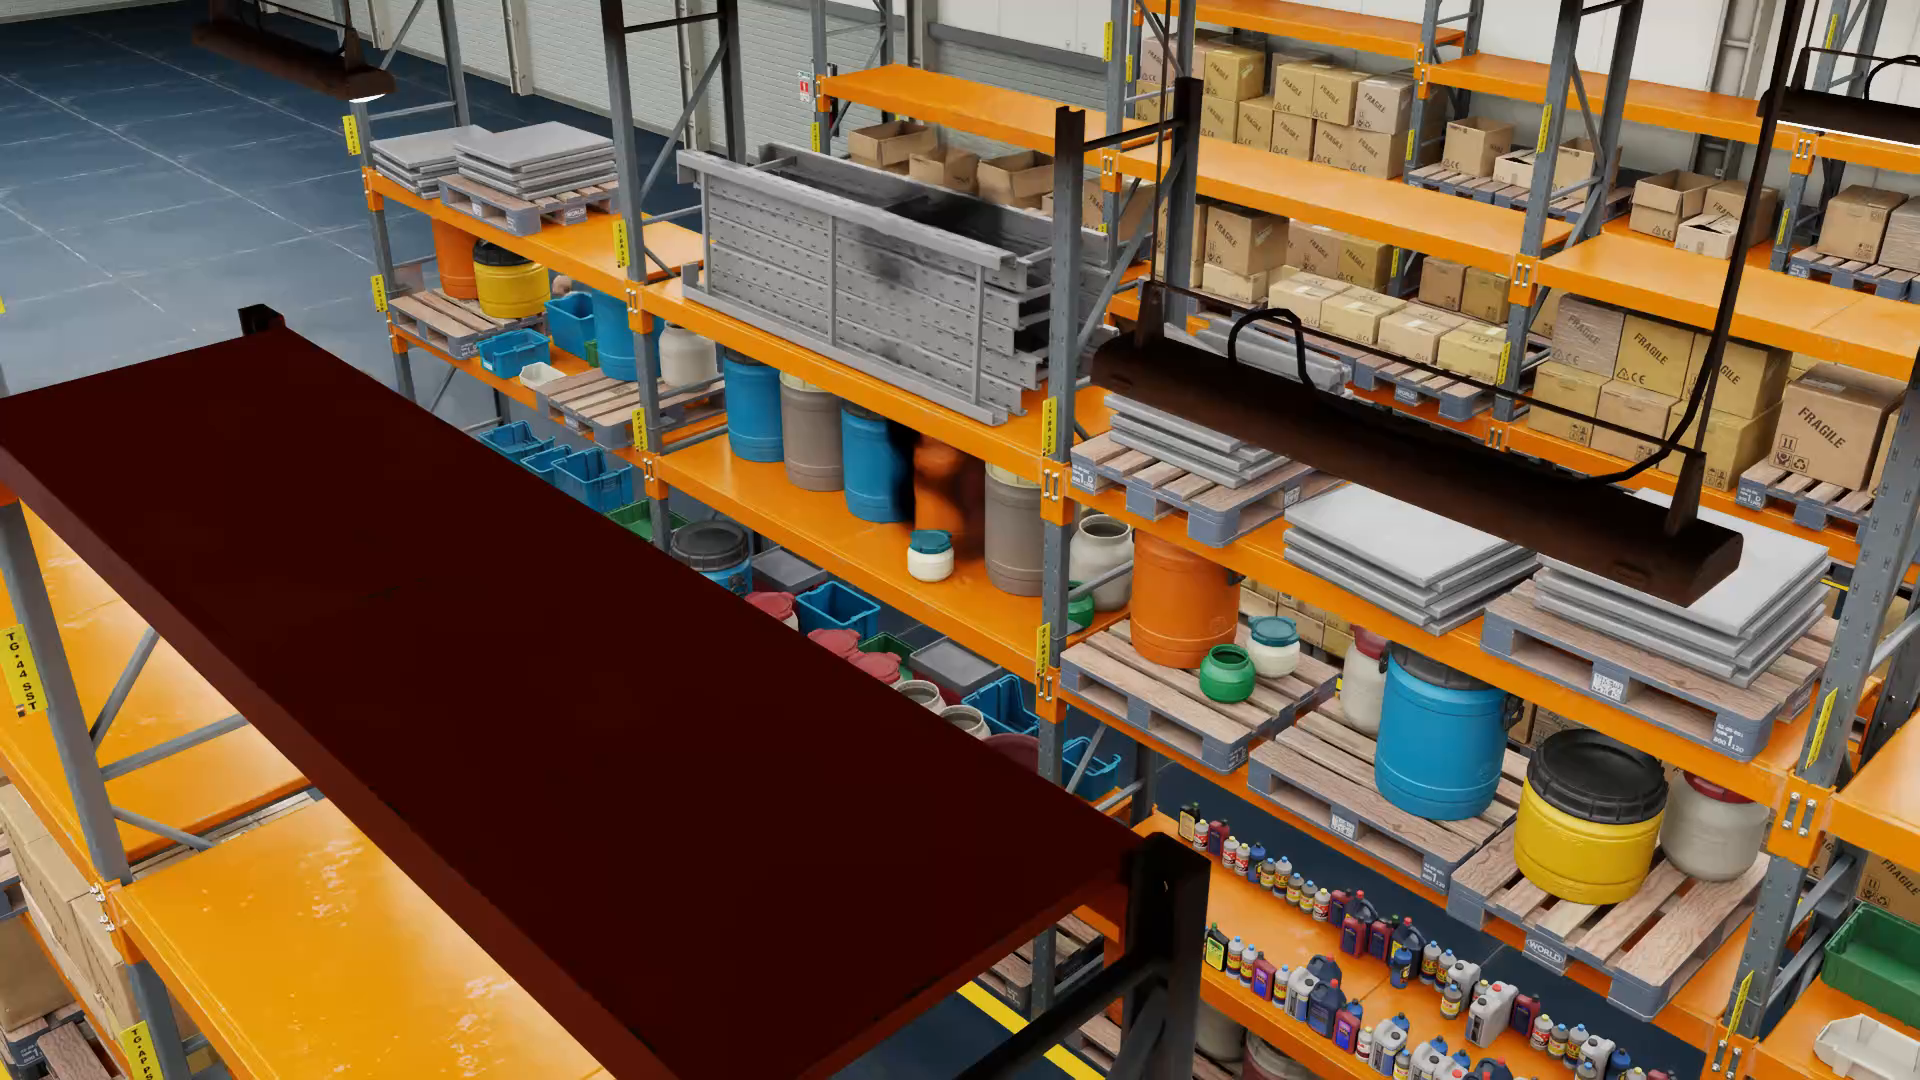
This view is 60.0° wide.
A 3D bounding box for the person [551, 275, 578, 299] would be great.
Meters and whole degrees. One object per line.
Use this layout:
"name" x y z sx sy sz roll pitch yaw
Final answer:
"person" -4.515 -2.199 19.101 0.683 1.750 0.684 -8 29 -14
